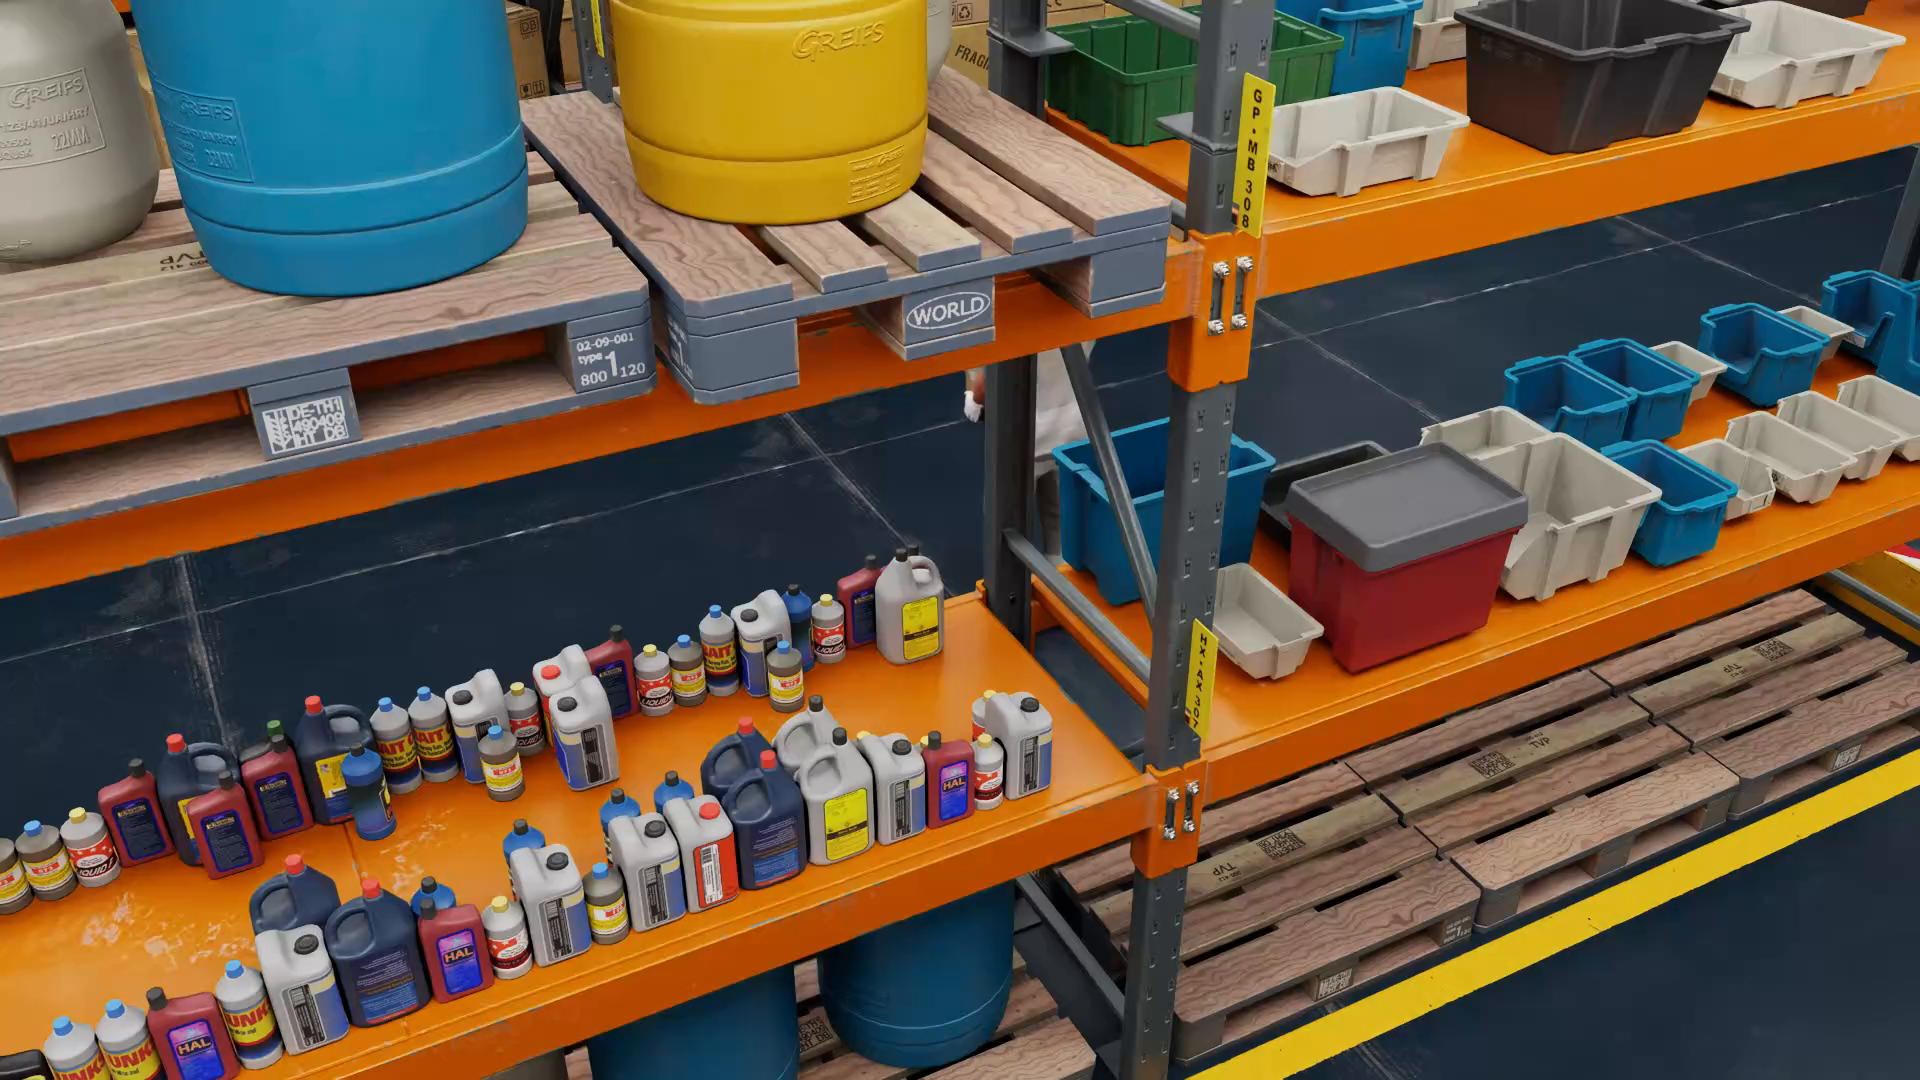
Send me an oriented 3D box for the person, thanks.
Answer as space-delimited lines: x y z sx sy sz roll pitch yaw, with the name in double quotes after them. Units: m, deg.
0.255 -0.445 6.810 0.495 1.785 0.560 -15 36 -23 "person"
